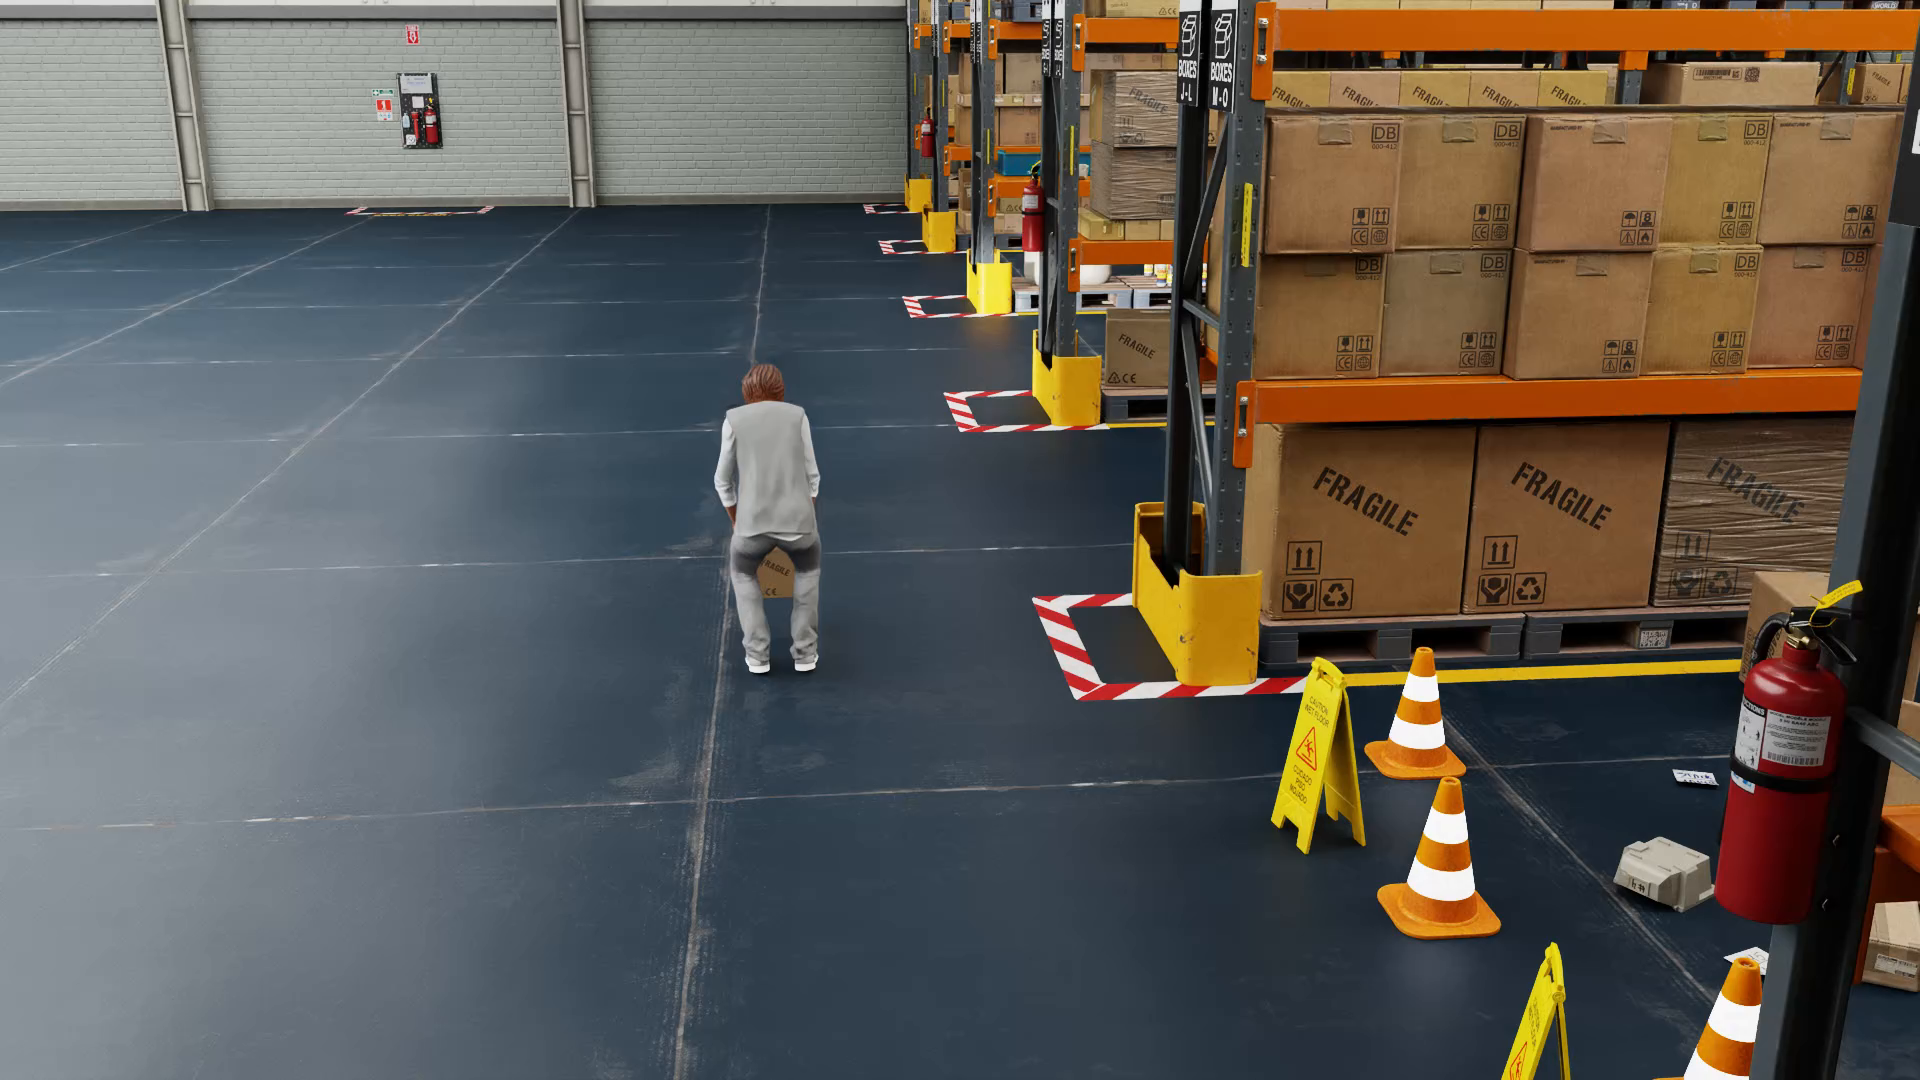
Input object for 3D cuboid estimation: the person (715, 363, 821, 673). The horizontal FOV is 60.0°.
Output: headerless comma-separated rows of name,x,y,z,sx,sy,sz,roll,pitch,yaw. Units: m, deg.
person,-0.840,-0.078,7.292,0.462,1.325,0.639,-2,17,-5
